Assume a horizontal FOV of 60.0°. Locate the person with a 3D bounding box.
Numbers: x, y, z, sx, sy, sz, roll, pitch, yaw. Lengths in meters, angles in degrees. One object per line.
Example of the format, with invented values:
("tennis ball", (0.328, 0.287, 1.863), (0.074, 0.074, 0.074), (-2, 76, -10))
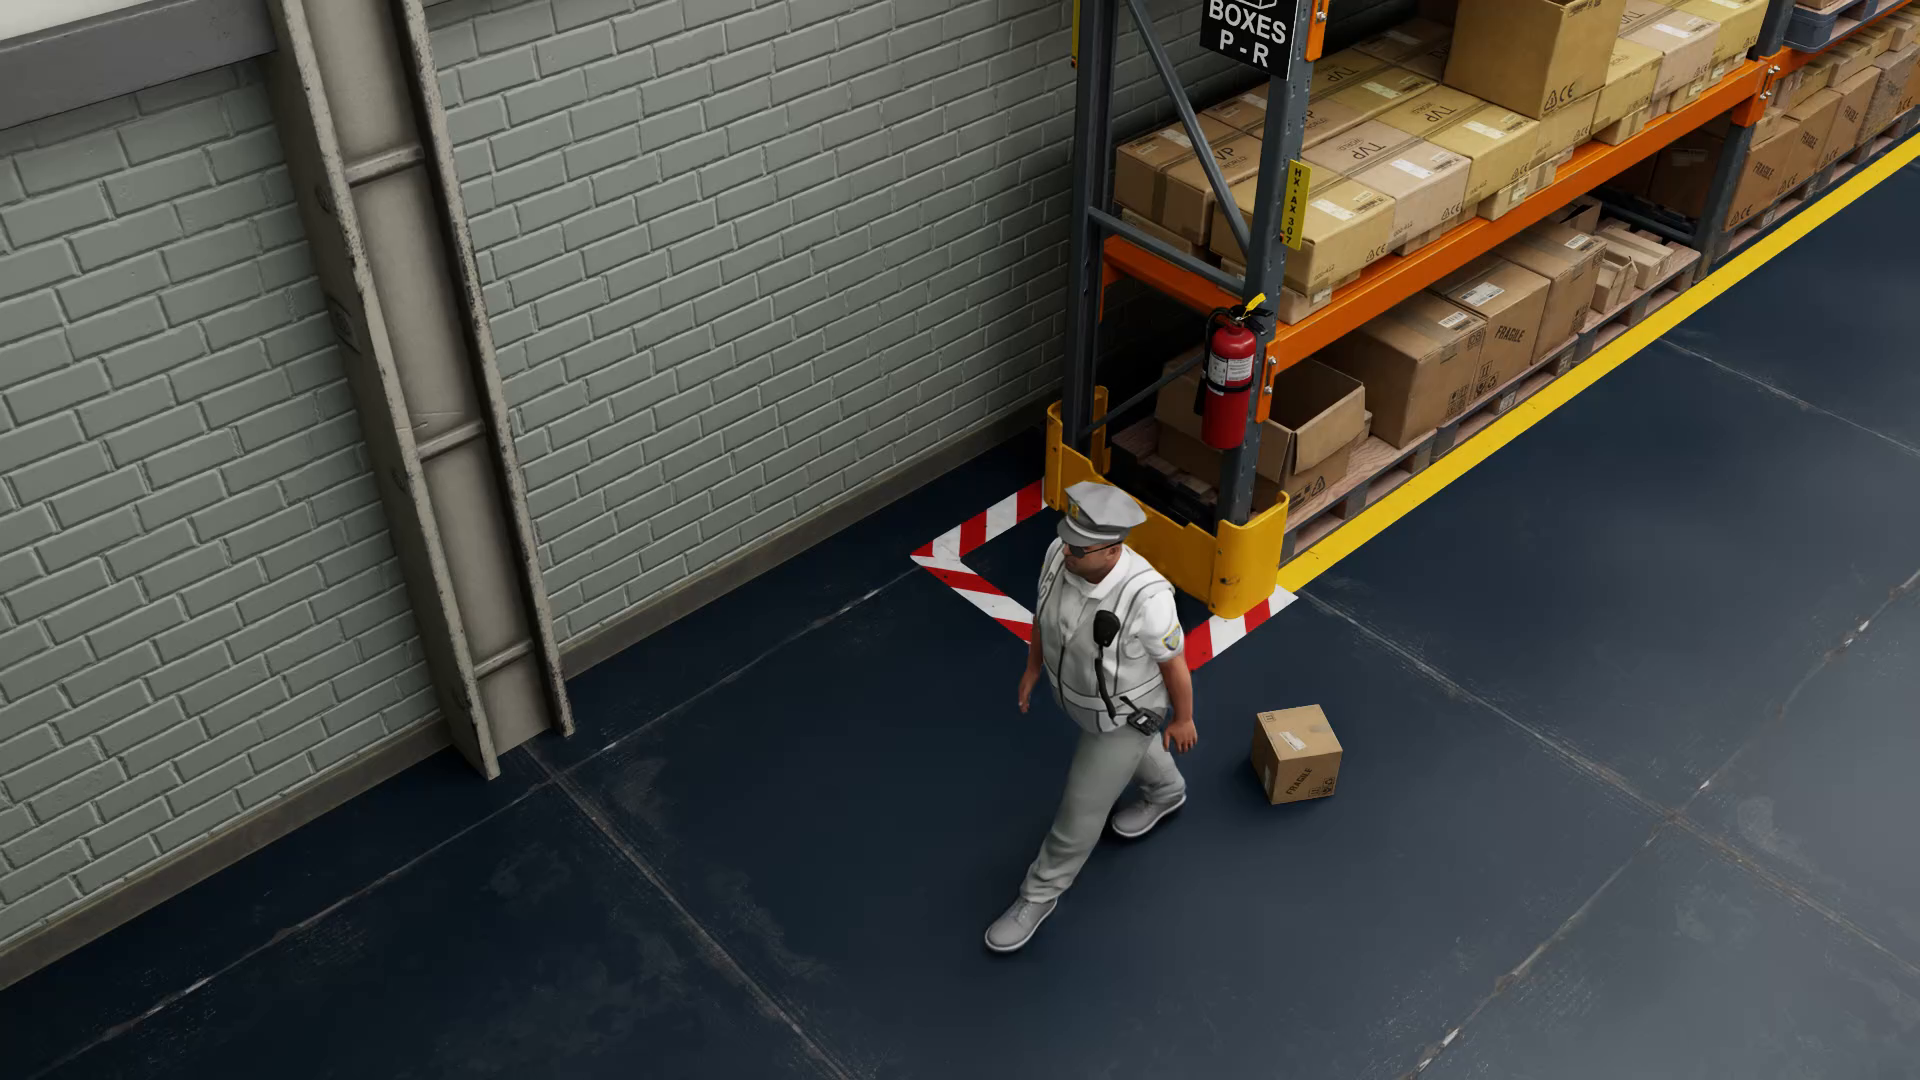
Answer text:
("person", (0.430, 0.506, 5.516), (1.005, 1.701, 0.569), (-22, 44, -24))
